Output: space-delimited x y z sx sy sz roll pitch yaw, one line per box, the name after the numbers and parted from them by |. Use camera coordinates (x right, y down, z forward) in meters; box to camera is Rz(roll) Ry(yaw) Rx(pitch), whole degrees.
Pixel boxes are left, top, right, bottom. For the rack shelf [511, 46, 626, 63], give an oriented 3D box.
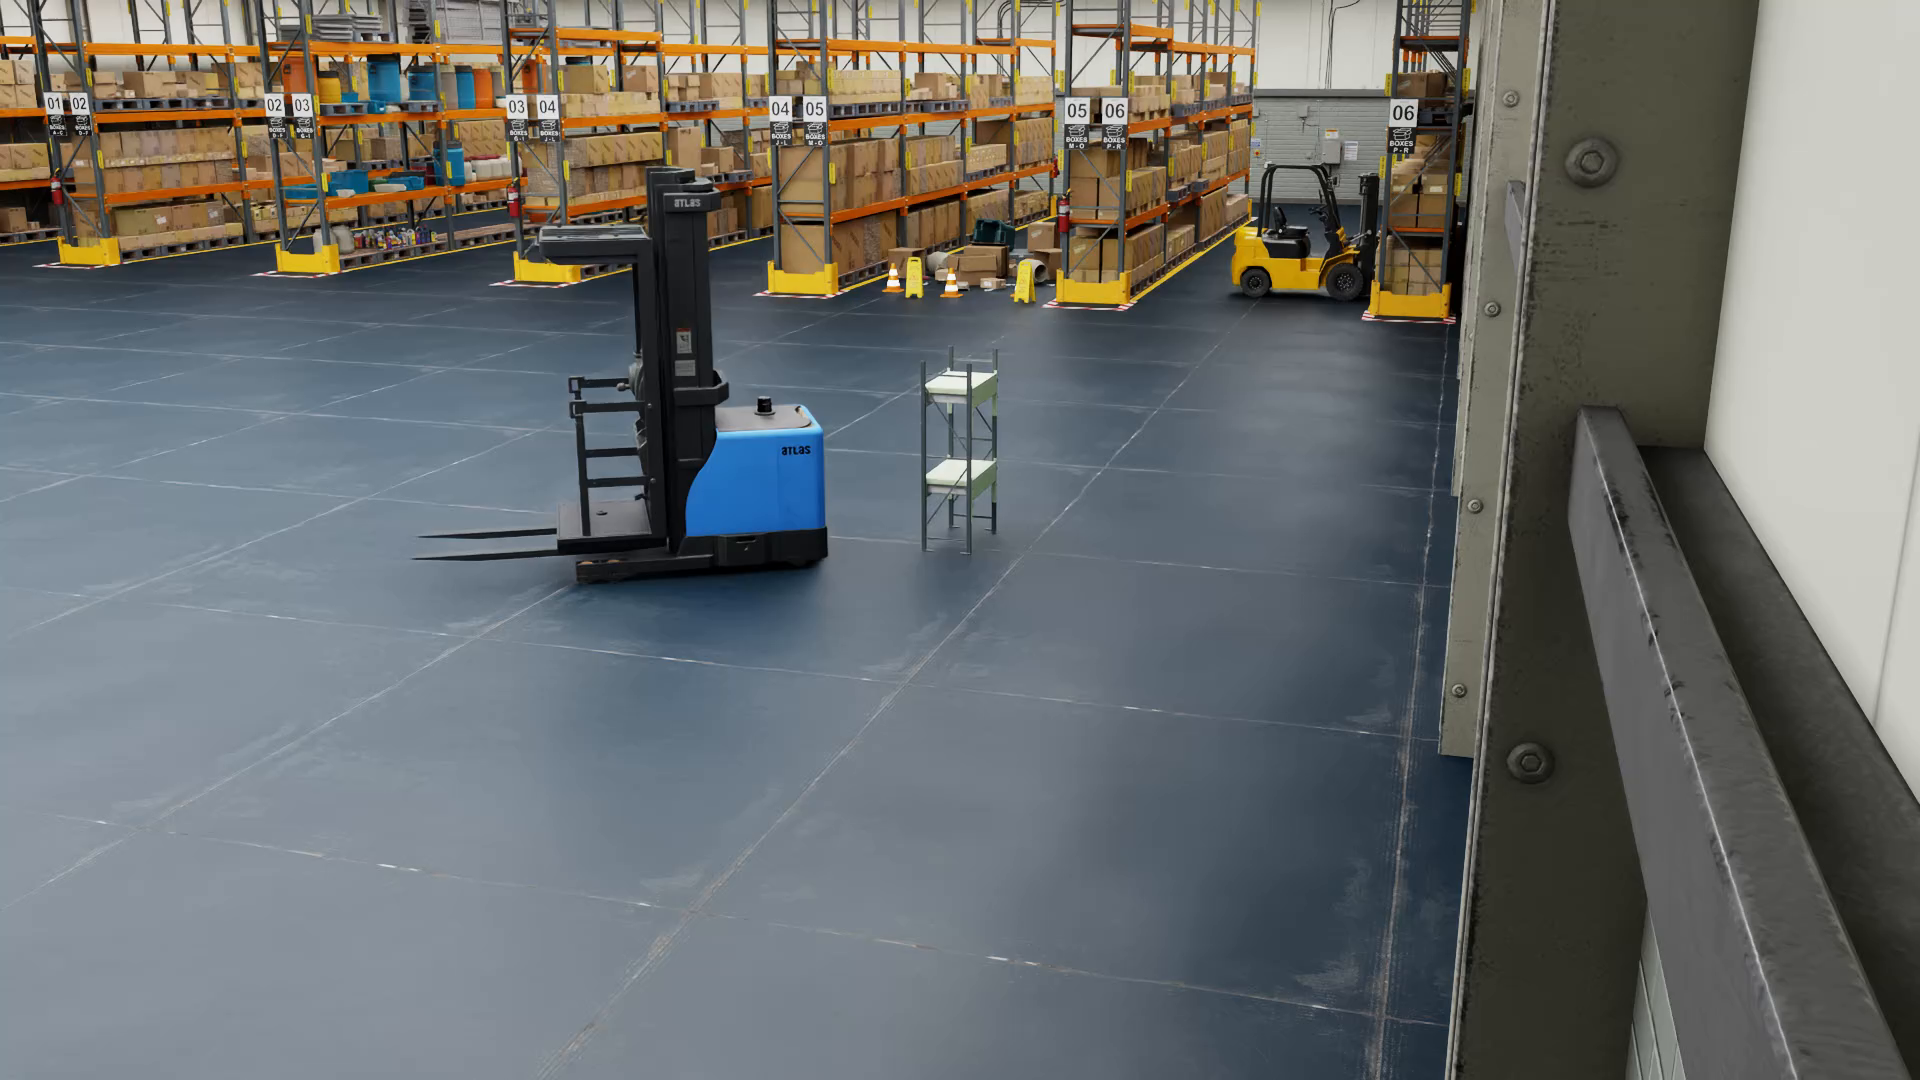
-9.274 -11.401 39.084 1.077 0.370 4.000 5 16 16 | rack shelf

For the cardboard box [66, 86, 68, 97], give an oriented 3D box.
-20.071 -10.152 37.520 0.500 0.311 0.500 5 17 18 | cardboard box

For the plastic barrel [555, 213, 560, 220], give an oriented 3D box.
-9.645 -7.819 39.189 0.421 0.512 0.421 0 16 0 | plastic barrel

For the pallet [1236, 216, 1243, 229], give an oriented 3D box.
6.180 -7.595 39.721 1.003 0.211 1.213 5 16 16 | pallet

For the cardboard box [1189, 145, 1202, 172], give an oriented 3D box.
4.545 -7.630 33.235 0.500 0.500 0.500 4 16 14 | cardboard box

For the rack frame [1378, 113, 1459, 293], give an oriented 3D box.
6.894 -4.900 25.109 1.000 3.000 0.127 5 16 16 | rack frame

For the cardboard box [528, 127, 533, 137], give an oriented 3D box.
-12.180 -11.399 46.006 0.500 0.500 0.500 4 16 15 | cardboard box

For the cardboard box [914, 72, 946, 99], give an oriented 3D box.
-0.592 -9.000 32.928 0.500 0.500 0.500 5 16 16 | cardboard box

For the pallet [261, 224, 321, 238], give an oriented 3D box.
-15.210 -7.043 37.773 1.003 0.211 1.213 5 16 16 | pallet

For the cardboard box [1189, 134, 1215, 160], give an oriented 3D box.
5.076 -8.281 35.013 0.500 0.500 0.500 5 17 17 | cardboard box

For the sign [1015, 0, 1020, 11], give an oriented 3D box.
1.304 -12.151 37.677 0.100 0.325 0.005 5 16 16 | sign

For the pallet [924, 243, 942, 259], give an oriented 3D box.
-1.012 -5.875 33.654 1.003 0.211 1.213 5 16 16 | pallet

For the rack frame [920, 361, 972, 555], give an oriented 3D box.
-0.106 -0.624 12.781 0.400 1.500 0.023 5 16 16 | rack frame

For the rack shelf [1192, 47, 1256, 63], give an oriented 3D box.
6.113 -11.295 38.710 1.077 0.370 4.000 5 16 16 | rack shelf

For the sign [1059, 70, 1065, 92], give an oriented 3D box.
1.608 -7.202 26.103 0.100 0.325 0.005 5 16 16 | sign

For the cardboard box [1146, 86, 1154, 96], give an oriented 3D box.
3.041 -7.524 27.860 0.380 0.149 0.250 5 17 17 | cardboard box

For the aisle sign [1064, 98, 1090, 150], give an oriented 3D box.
1.839 -6.541 26.130 0.394 0.787 0.004 5 16 16 | aisle sign

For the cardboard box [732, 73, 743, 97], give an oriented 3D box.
-4.989 -9.733 35.552 0.500 0.500 0.500 5 17 17 | cardboard box

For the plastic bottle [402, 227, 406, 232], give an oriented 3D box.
-11.490 -6.333 34.354 0.097 0.271 0.097 0 16 0 | plastic bottle

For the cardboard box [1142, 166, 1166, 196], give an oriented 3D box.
3.383 -6.386 29.620 0.500 0.500 0.500 4 16 14 | cardboard box

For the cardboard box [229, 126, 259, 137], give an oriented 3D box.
-18.391 -10.498 42.704 0.500 0.250 0.500 5 17 17 | cardboard box

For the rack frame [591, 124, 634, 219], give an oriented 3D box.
-8.706 -9.576 41.595 1.000 3.000 0.127 5 16 16 | rack frame

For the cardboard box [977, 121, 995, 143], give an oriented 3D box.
0.644 -9.597 39.108 0.500 0.500 0.500 4 16 14 | cardboard box

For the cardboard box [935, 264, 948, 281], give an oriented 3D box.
-0.226 -4.780 29.696 0.396 0.266 0.258 8 18 25 | cardboard box

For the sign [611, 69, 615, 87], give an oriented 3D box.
-6.763 -9.023 32.477 0.100 0.325 0.005 5 16 16 | sign

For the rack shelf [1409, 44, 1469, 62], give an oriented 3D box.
8.600 -8.818 29.978 1.077 0.370 4.000 5 16 16 | rack shelf

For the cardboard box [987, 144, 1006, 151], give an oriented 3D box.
0.843 -9.028 38.264 0.380 0.149 0.250 5 17 18 | cardboard box

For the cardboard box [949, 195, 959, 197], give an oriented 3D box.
-0.291 -7.427 36.455 0.500 0.250 0.500 5 17 17 | cardboard box

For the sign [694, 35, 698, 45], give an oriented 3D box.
-7.037 -13.315 44.374 0.100 0.325 0.005 5 16 16 | sign

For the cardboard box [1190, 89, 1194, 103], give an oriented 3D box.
4.087 -8.292 31.074 0.500 0.250 0.500 4 16 15 | cardboard box

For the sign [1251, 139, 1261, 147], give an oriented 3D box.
8.232 -11.097 46.461 0.327 0.218 0.001 5 16 16 | sign

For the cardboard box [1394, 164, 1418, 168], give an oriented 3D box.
7.433 -6.188 27.730 0.380 0.149 0.250 5 17 17 | cardboard box

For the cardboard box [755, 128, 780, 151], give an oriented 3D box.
-4.498 -9.213 38.291 0.797 0.503 0.637 5 17 18 | cardboard box

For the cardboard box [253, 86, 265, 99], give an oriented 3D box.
-15.389 -9.746 36.200 0.500 0.250 0.500 3 16 10 | cardboard box

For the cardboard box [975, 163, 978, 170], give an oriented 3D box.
0.182 -8.129 36.182 0.380 0.149 0.250 5 17 18 | cardboard box

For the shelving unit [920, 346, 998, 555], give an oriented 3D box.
-0.002 -0.720 13.119 0.431 1.500 0.755 5 16 16 | shelving unit

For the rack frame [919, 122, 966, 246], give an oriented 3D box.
-0.367 -7.735 35.102 1.000 3.000 0.127 5 16 16 | rack frame

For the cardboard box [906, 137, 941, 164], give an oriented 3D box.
-0.790 -7.880 33.600 0.700 0.500 0.500 4 16 15 | cardboard box

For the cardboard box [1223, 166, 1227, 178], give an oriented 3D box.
5.659 -8.215 37.069 0.500 0.250 0.500 4 16 15 | cardboard box

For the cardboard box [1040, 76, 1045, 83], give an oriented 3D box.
1.886 -11.320 40.872 0.380 0.149 0.250 5 17 17 | cardboard box

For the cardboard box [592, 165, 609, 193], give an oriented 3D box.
-6.974 -6.653 30.561 0.875 0.500 0.500 5 16 16 | cardboard box

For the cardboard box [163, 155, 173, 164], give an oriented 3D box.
-16.108 -7.670 33.502 0.380 0.149 0.250 5 17 16 | cardboard box

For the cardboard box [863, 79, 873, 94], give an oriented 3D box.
-1.828 -7.908 28.994 0.500 0.250 0.500 5 16 16 | cardboard box

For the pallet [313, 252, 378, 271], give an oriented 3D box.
-11.903 -5.331 31.738 1.003 0.211 1.213 5 16 16 | pallet

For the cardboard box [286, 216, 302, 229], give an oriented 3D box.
-15.084 -7.103 37.145 0.500 0.250 0.500 4 16 14 | cardboard box

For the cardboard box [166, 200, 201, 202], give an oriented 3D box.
-16.294 -6.880 34.984 0.500 0.500 0.500 5 16 16 | cardboard box

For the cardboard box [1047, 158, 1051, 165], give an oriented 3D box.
2.085 -9.600 42.137 0.380 0.149 0.250 5 16 16 | cardboard box

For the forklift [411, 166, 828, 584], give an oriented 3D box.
-2.577 -1.245 12.347 3.031 2.935 1.130 -4 16 -13 | forklift

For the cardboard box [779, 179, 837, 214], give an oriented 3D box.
-2.578 -5.814 28.057 0.875 0.550 0.550 5 16 16 | cardboard box

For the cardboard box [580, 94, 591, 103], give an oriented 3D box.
-6.801 -7.871 29.631 0.380 0.149 0.250 5 17 18 | cardboard box

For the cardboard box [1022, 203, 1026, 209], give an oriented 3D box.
1.380 -8.105 40.317 0.380 0.149 0.250 5 17 18 | cardboard box

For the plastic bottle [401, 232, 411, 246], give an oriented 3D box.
-11.082 -6.017 33.231 0.152 0.276 0.135 5 17 17 | plastic bottle

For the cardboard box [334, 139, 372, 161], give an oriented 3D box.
-14.520 -9.339 39.804 0.700 0.500 0.500 -1 16 -3 | cardboard box

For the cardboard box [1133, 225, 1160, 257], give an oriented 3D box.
3.217 -5.262 29.279 0.500 0.500 0.500 5 17 17 | cardboard box
